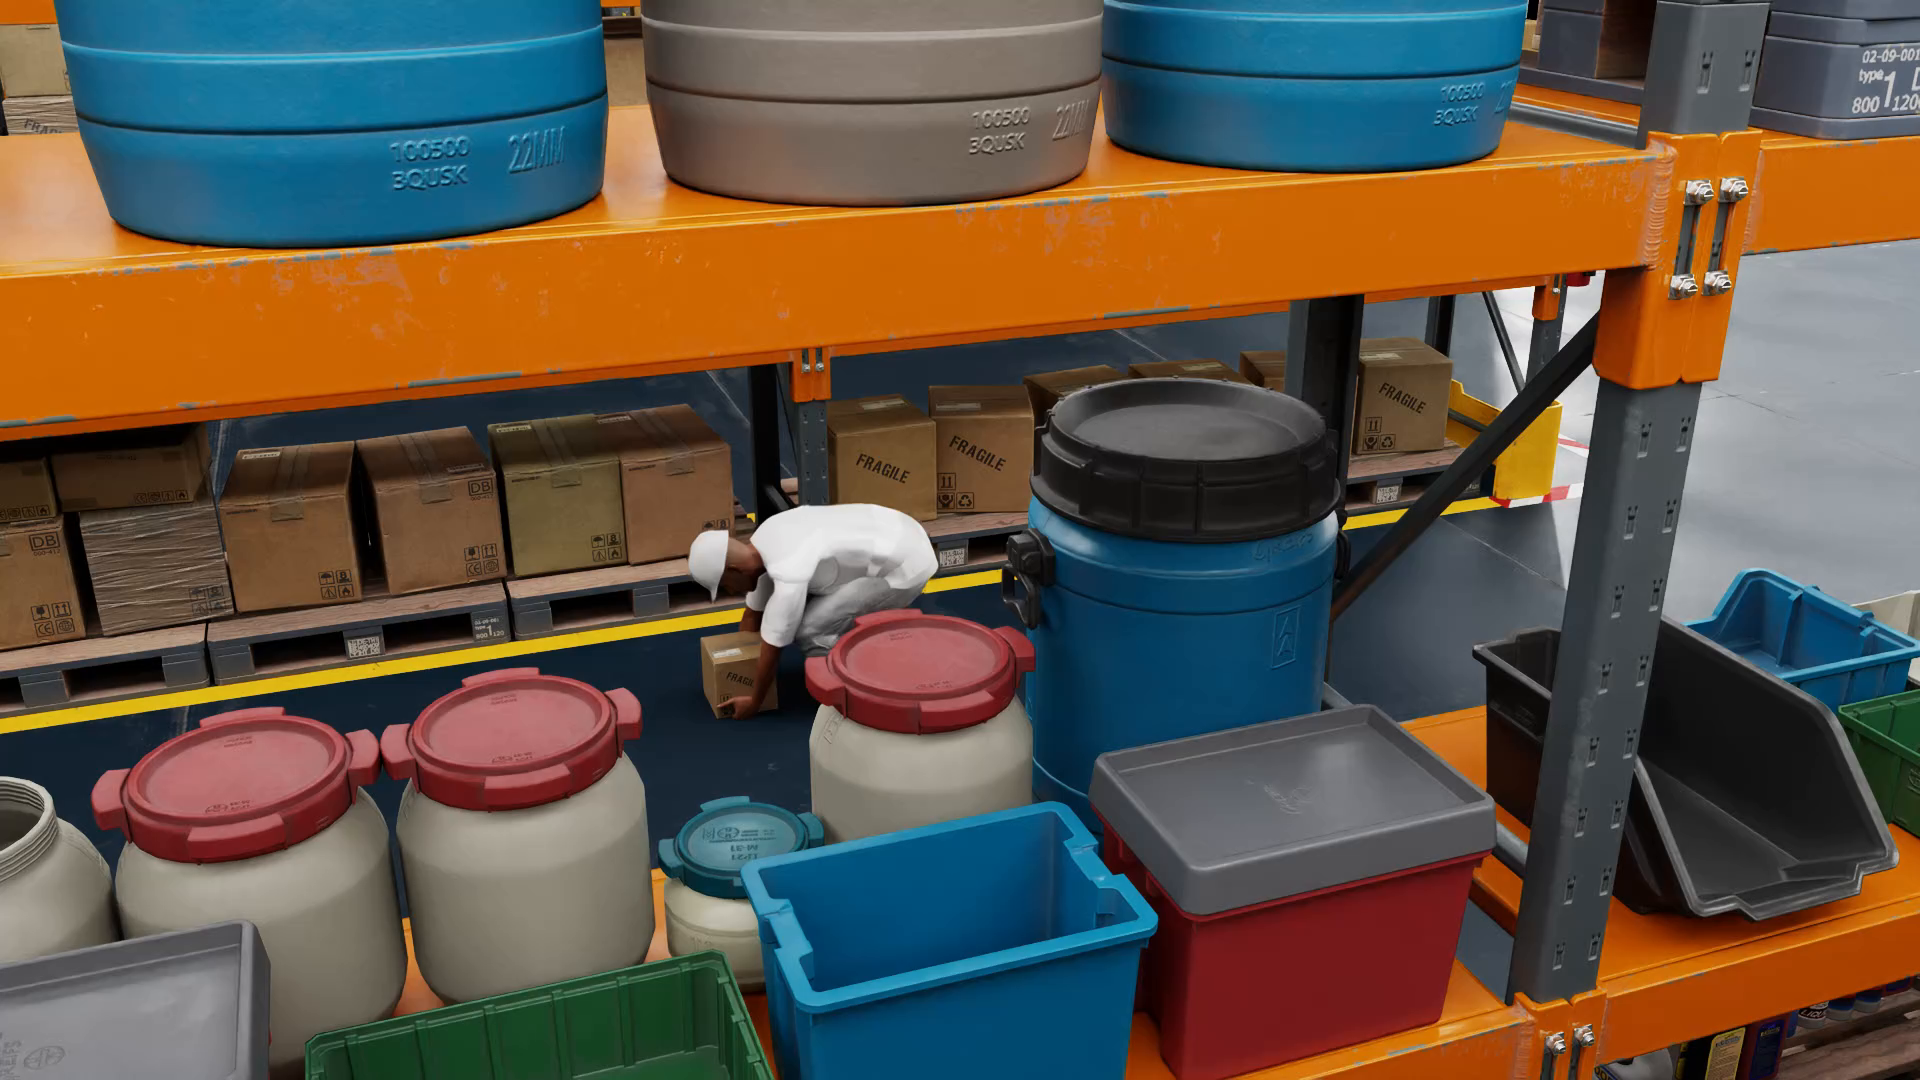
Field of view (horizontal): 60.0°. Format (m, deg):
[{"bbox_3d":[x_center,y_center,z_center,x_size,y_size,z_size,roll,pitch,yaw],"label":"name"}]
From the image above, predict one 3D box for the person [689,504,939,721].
[{"bbox_3d":[-0.578,0.279,6.658,0.979,0.832,0.523,-3,23,-8],"label":"person"}]
